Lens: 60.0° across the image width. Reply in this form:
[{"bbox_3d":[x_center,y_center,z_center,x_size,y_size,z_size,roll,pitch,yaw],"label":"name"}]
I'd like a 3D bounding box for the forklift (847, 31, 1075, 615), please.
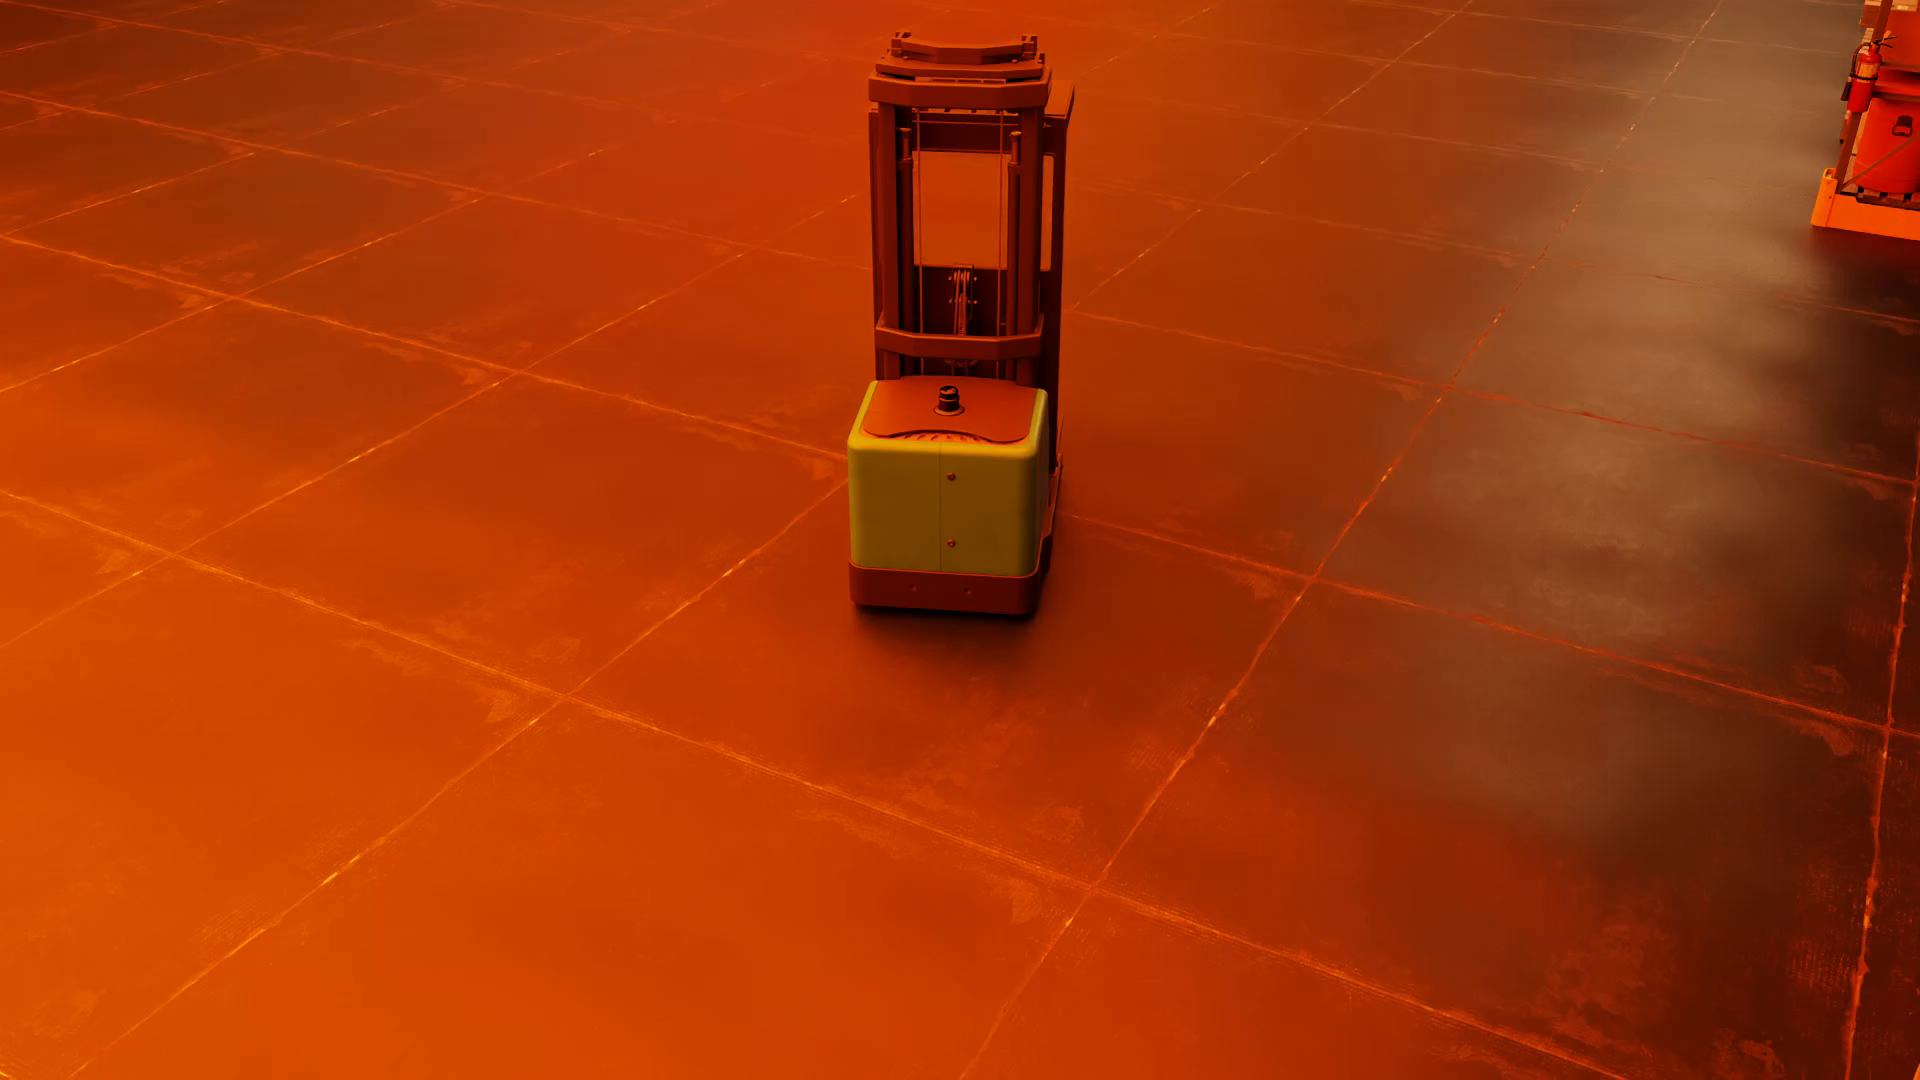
[{"bbox_3d":[0.072,-1.572,9.794,1.130,2.935,3.031,3,30,6],"label":"forklift"}]
